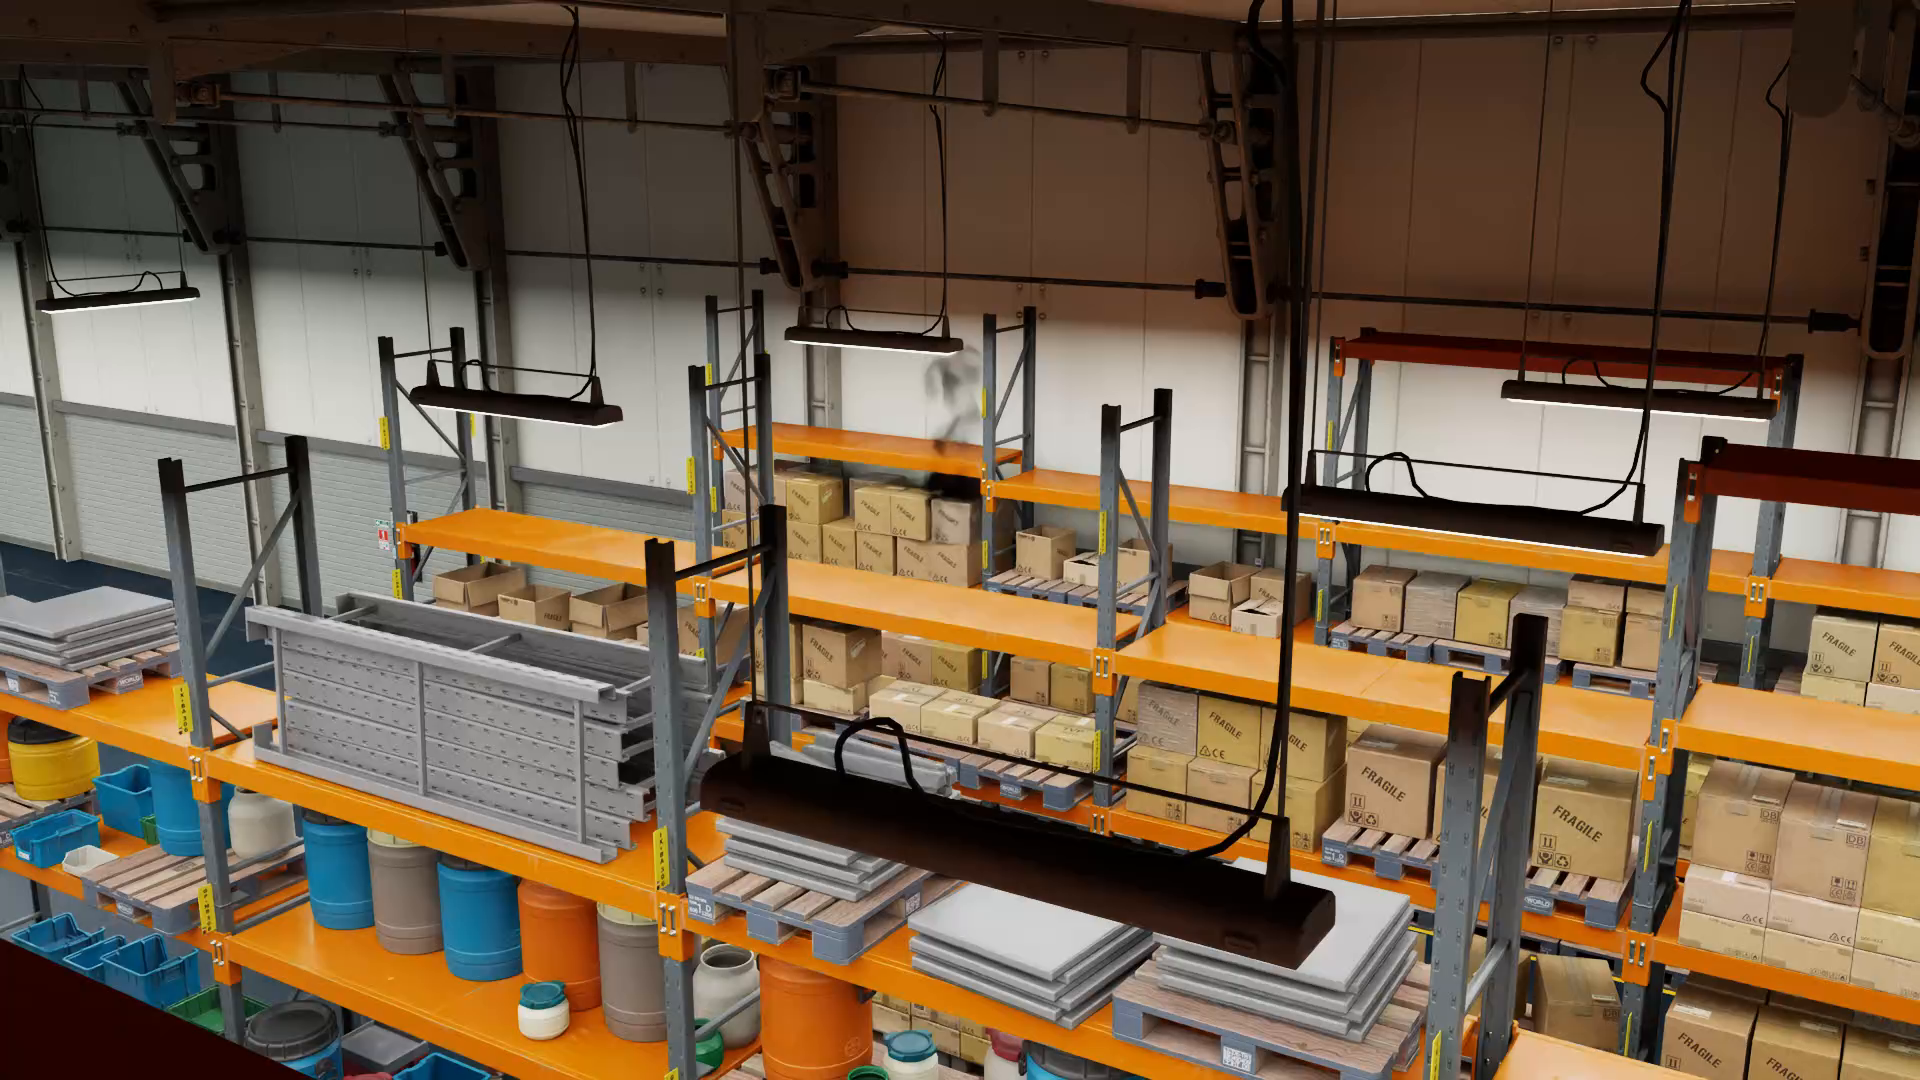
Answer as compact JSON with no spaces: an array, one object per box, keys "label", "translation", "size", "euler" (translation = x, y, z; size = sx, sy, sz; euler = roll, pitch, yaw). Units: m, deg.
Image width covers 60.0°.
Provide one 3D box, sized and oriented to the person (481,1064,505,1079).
[{"label":"person","translation":[-4.011,3.898,14.171],"size":[0.566,1.610,0.582],"euler":[6,15,24]}]
